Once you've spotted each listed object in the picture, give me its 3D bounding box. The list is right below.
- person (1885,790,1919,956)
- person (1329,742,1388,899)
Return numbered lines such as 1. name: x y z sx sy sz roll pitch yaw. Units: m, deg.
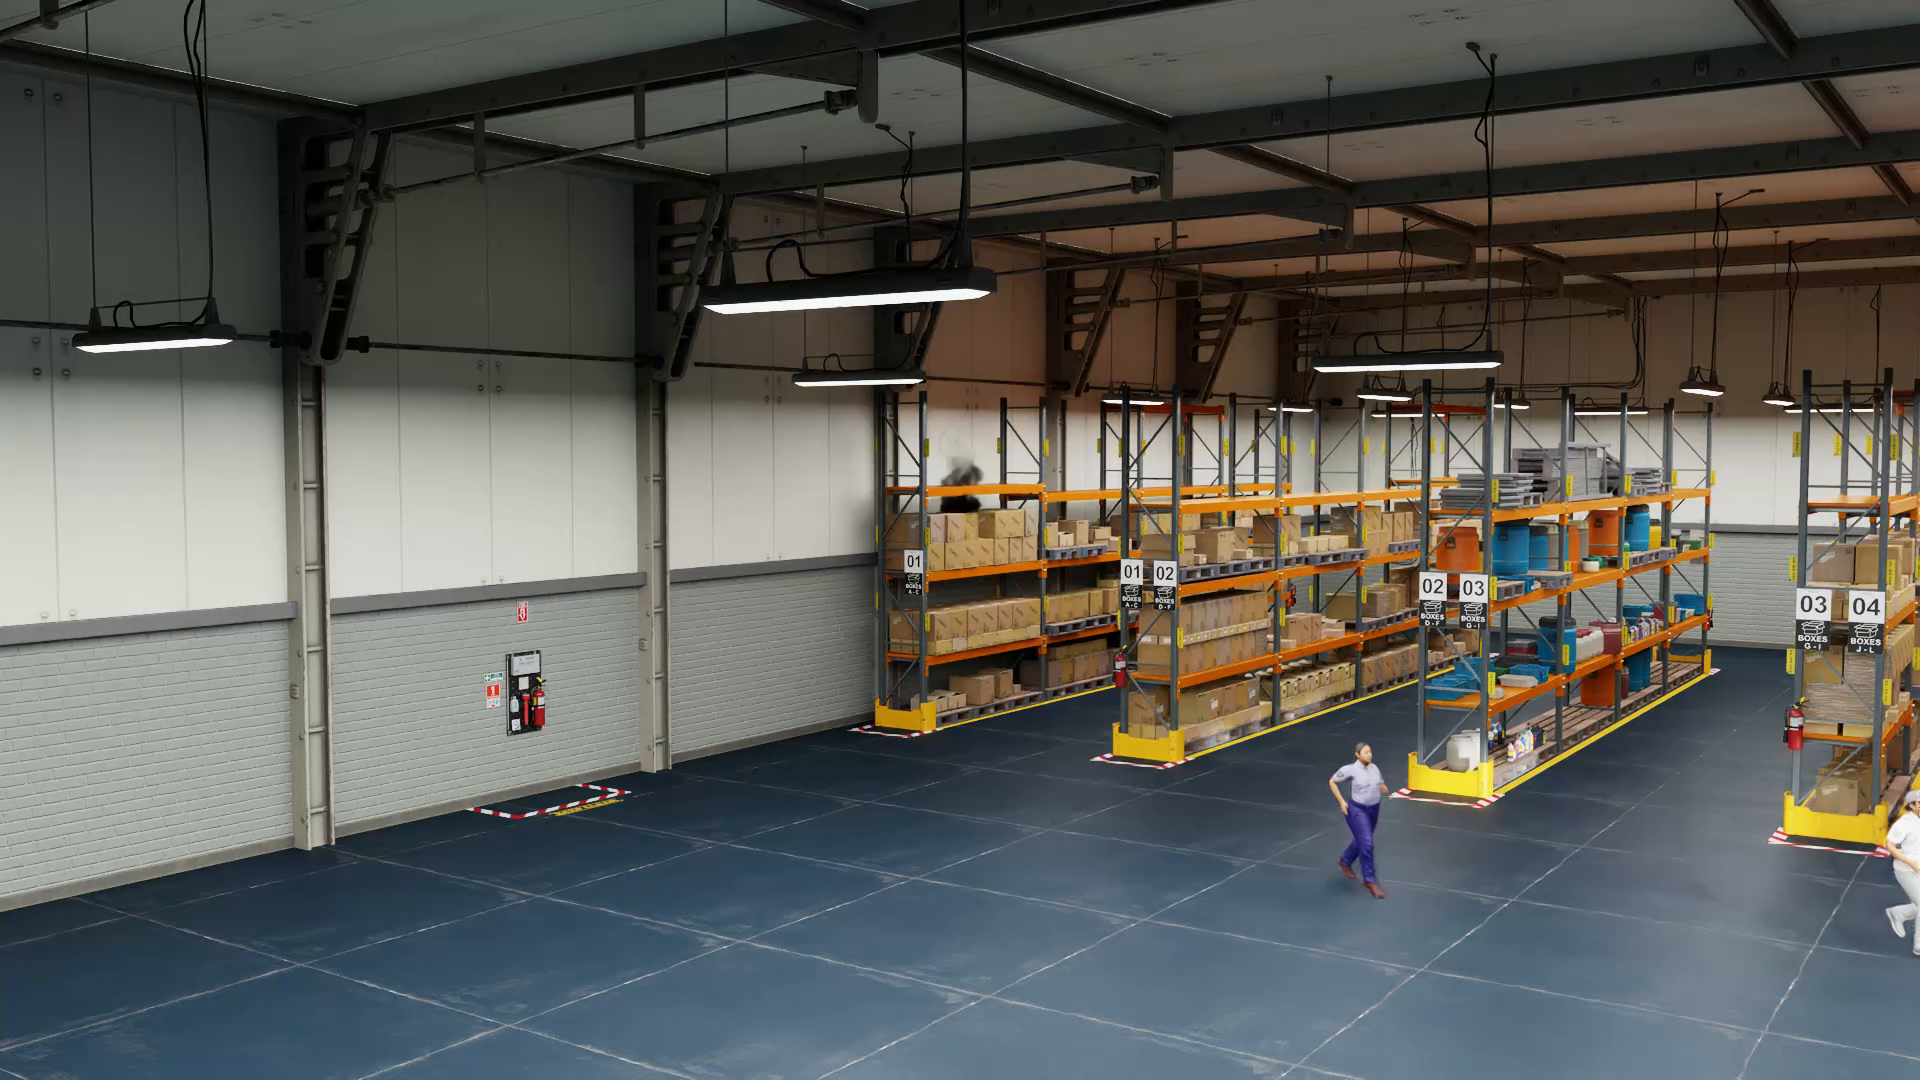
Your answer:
1. person: 9.448 3.276 16.456 0.613 1.621 0.674 -2 4 -26
2. person: 4.553 3.123 18.825 0.594 1.678 0.868 -2 4 -33
